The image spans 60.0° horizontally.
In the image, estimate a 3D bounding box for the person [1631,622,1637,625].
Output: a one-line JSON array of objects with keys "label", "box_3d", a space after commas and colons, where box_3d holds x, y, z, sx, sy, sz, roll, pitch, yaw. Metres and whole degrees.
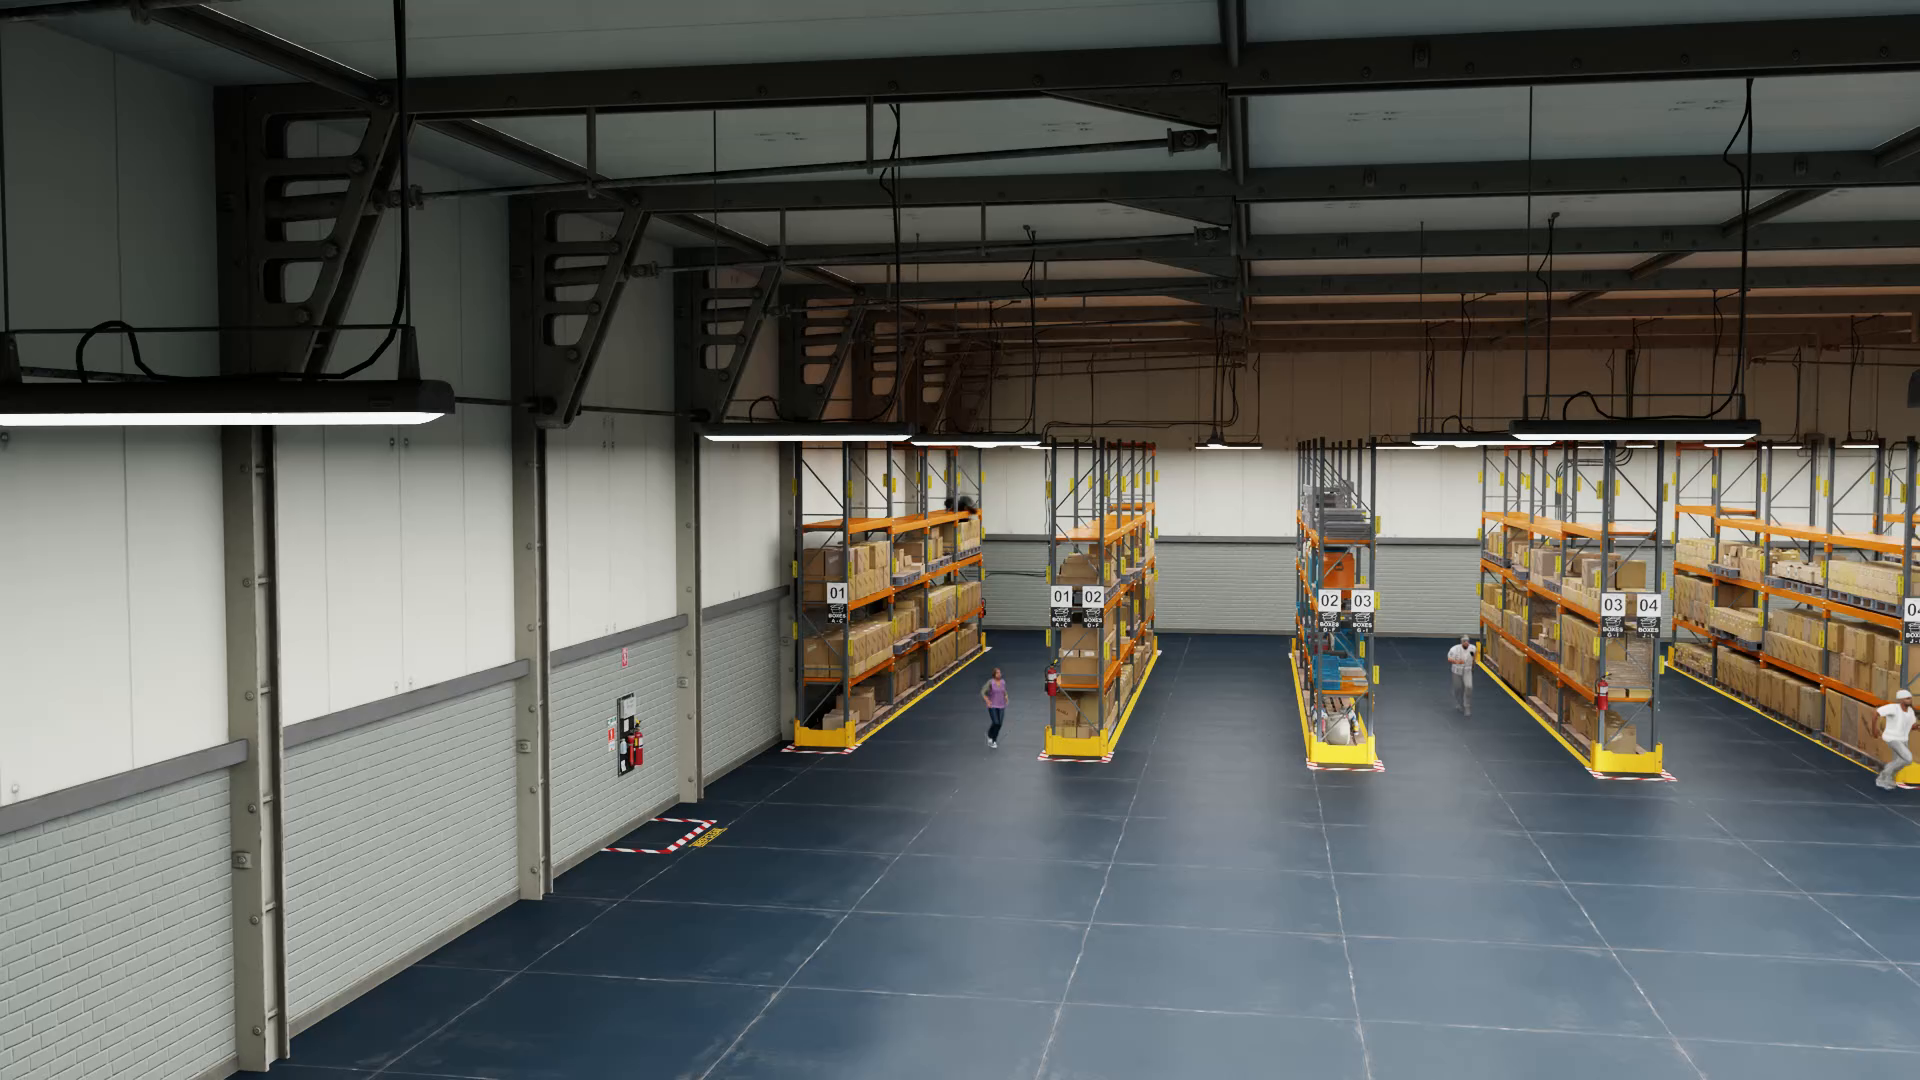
[{"label": "person", "box_3d": [17.692, 2.611, 43.613, 0.635, 1.626, 0.776, 1, 3, 19]}]

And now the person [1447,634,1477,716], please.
[{"label": "person", "box_3d": [11.019, 2.934, 36.530, 0.658, 1.798, 1.015, 0, 3, 8]}]

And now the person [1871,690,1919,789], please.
[{"label": "person", "box_3d": [15.793, 3.368, 27.966, 0.745, 1.705, 0.725, -1, 3, -26]}]

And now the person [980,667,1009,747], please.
[{"label": "person", "box_3d": [0.699, 3.241, 32.017, 0.504, 1.545, 0.583, -1, 3, -23]}]
